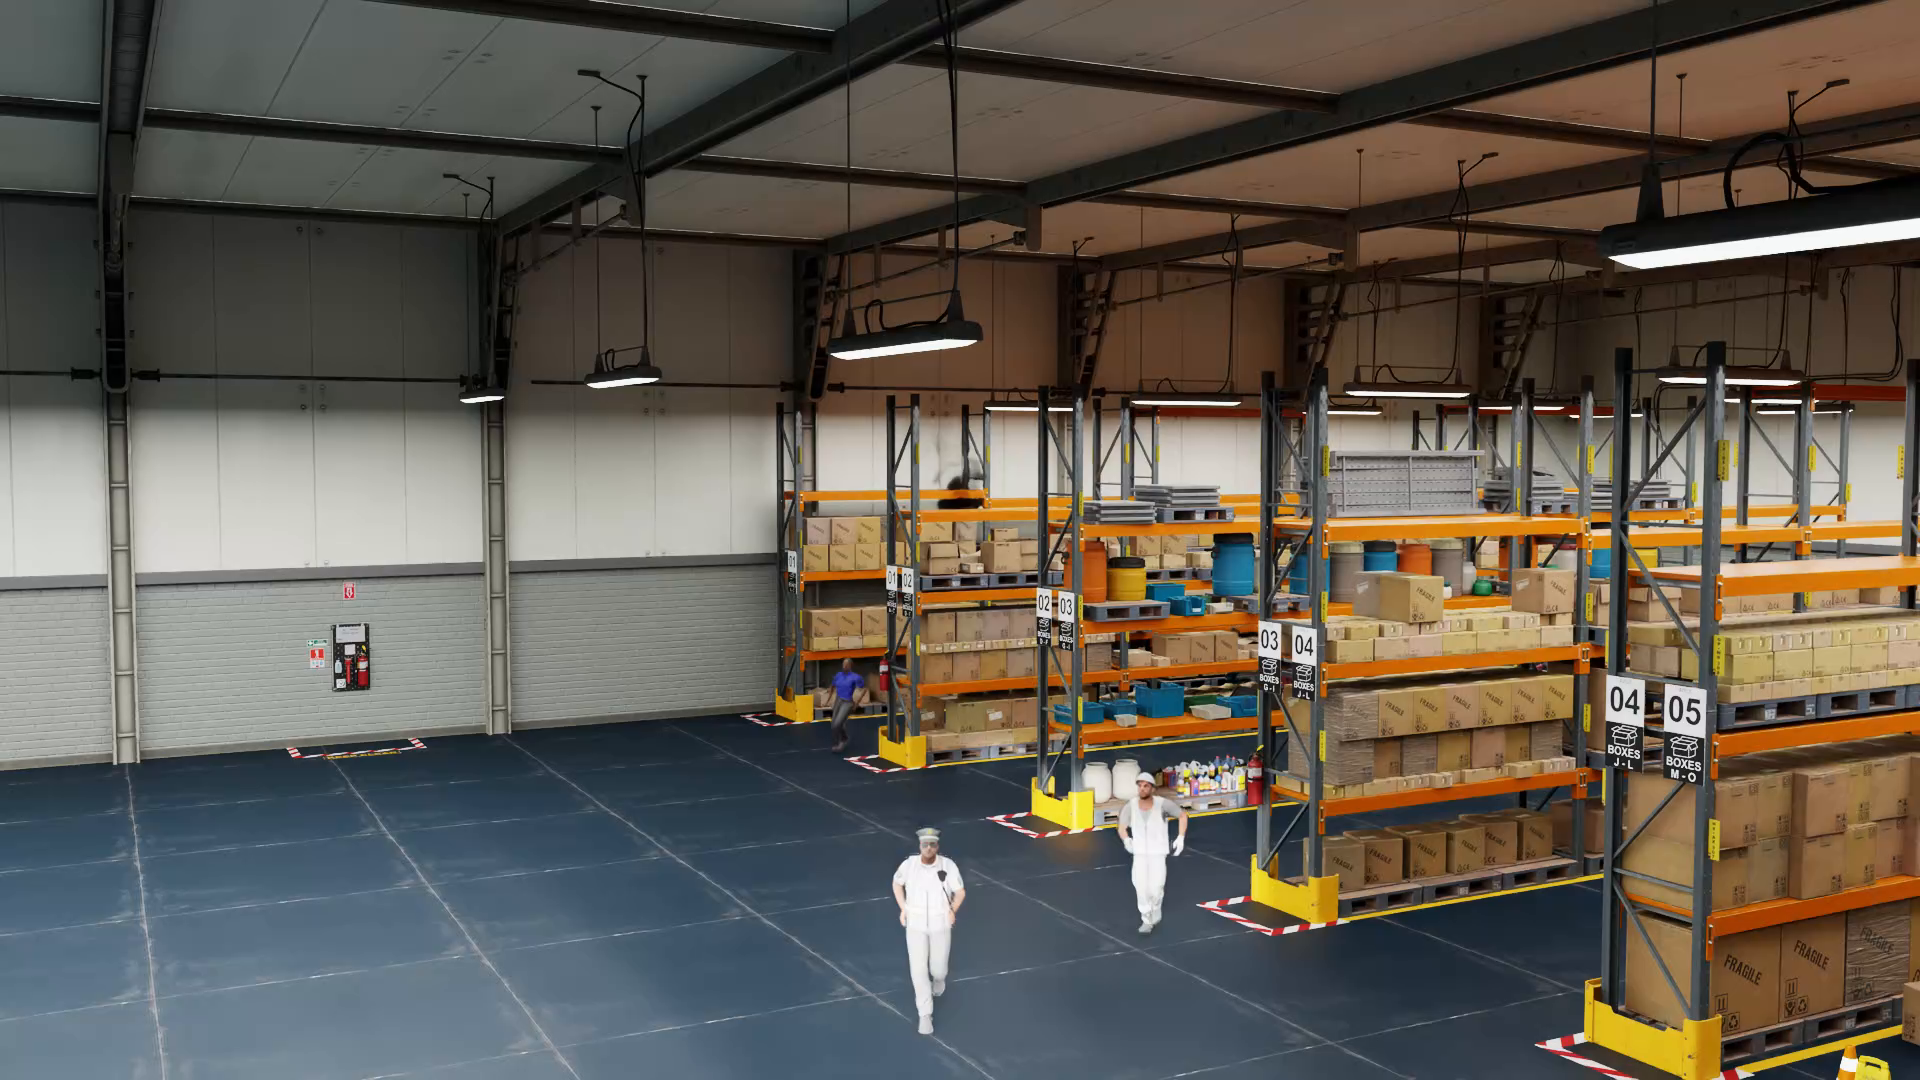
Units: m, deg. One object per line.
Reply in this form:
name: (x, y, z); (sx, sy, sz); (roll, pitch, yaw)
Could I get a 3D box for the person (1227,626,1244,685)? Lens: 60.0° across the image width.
person: (5.520, 2.502, 33.242); (0.809, 1.589, 0.525); (-3, 4, -42)

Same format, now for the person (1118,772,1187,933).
person: (1.989, 3.302, 17.427); (0.692, 1.735, 0.711); (1, 3, 20)

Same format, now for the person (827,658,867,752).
person: (-1.945, 2.781, 27.956); (0.641, 1.605, 0.582); (2, 4, 32)

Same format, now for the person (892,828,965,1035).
person: (-0.285, 3.453, 14.967); (0.663, 1.776, 0.819); (0, 3, 0)
